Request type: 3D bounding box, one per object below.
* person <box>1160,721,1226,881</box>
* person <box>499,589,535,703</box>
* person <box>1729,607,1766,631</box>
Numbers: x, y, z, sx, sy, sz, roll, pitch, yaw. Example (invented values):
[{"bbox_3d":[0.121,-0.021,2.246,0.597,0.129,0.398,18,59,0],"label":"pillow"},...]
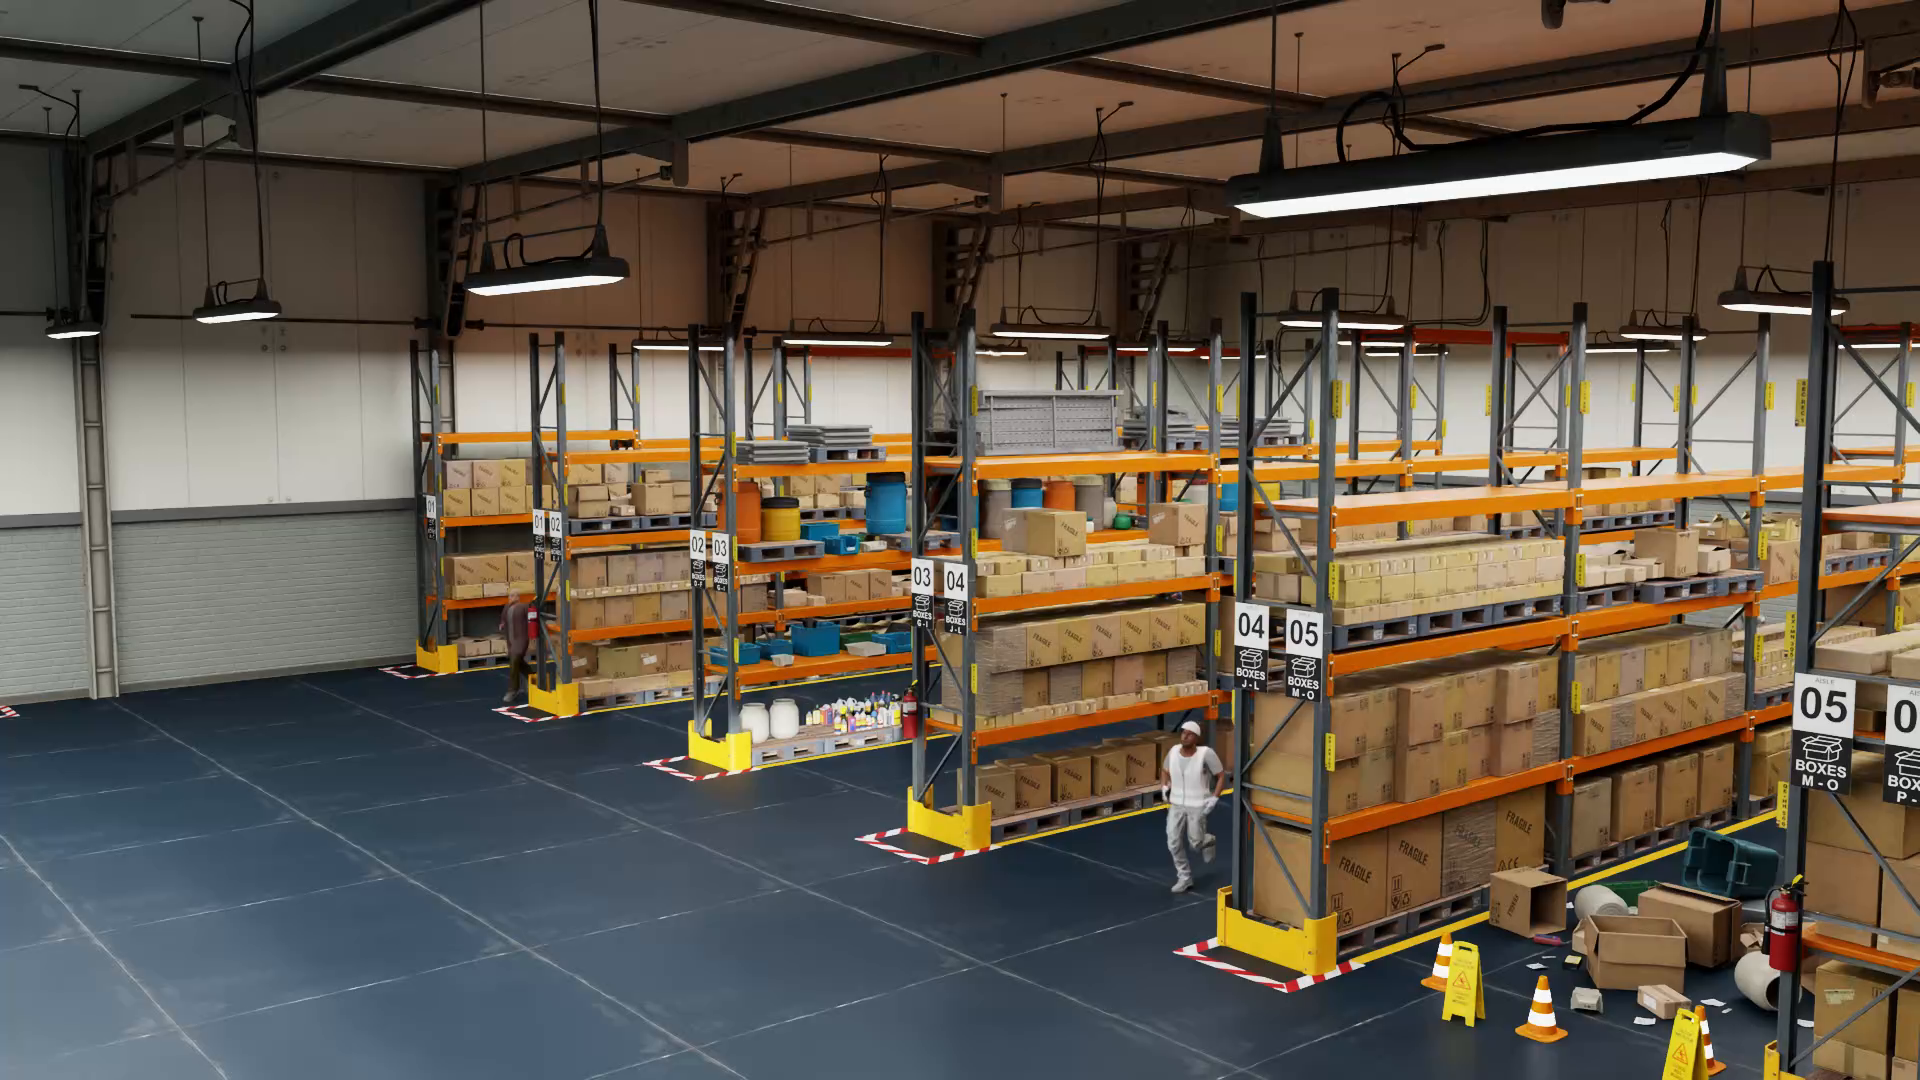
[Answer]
[{"bbox_3d":[2.381,2.690,17.178,0.712,1.658,0.586,3,6,30],"label":"person"},{"bbox_3d":[-7.317,1.710,27.595,0.761,1.830,0.968,3,6,32],"label":"person"},{"bbox_3d":[13.664,1.824,28.818,0.565,1.399,0.644,-1,5,-15],"label":"person"}]
